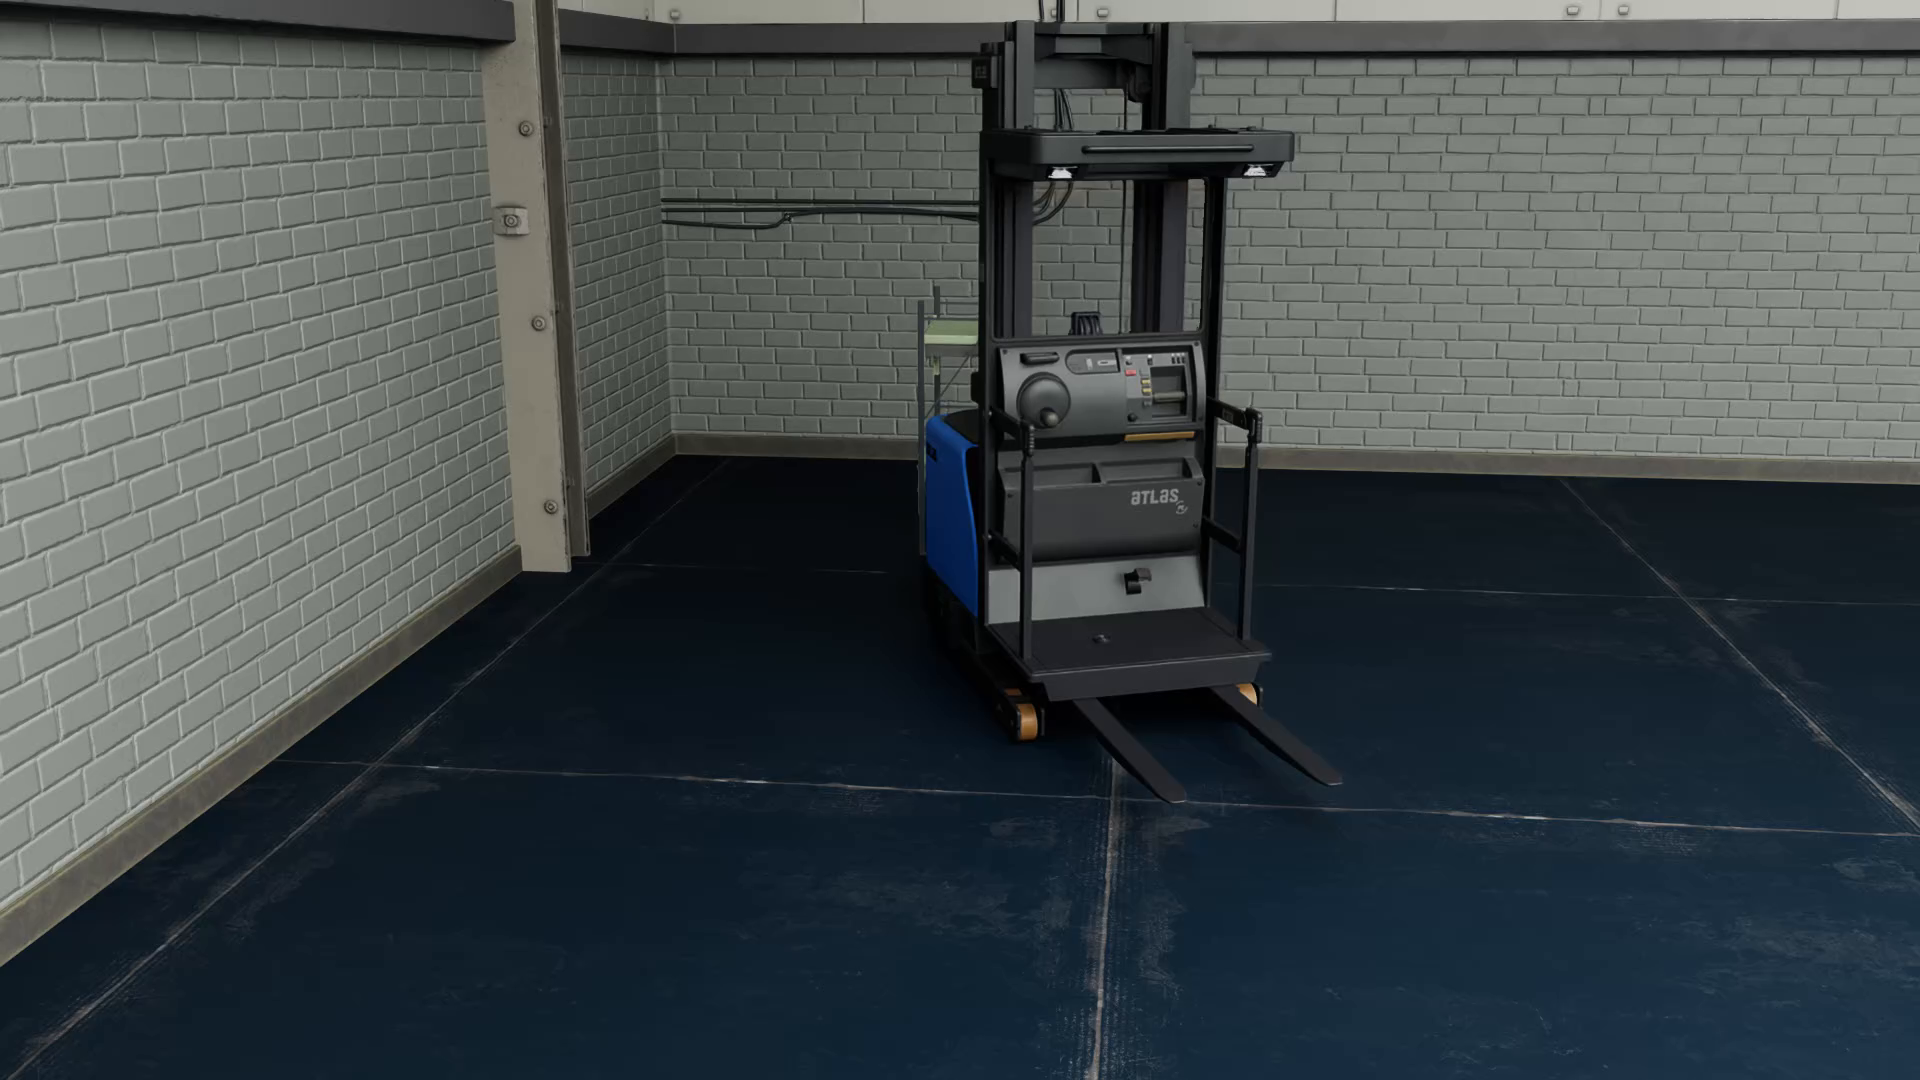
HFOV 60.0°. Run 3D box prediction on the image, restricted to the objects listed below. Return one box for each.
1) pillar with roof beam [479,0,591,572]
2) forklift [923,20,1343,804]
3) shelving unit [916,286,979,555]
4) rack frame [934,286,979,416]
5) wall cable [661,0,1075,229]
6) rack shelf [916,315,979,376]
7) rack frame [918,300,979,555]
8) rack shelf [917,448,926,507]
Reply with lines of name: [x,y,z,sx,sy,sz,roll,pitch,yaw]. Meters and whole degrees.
pillar with roof beam: [1.914,-4.089,8.046,9.100,9.000,0.400,2,15,6]
forklift: [0.682,-0.675,7.045,1.130,2.935,3.031,-4,16,-14]
shelving unit: [0.001,-0.726,9.973,0.431,1.500,0.755,2,15,6]
rack frame: [0.042,-0.821,10.324,0.400,1.500,0.023,2,15,6]
wall cable: [-0.717,-3.442,11.601,3.097,2.526,0.112,2,15,6]
rack shelf: [0.001,-1.102,9.871,0.431,0.370,0.720,2,15,6]
rack frame: [-0.041,-0.631,9.622,0.400,1.500,0.023,2,15,6]
rack shelf: [0.001,-0.411,10.058,0.431,0.370,0.720,2,15,6]
